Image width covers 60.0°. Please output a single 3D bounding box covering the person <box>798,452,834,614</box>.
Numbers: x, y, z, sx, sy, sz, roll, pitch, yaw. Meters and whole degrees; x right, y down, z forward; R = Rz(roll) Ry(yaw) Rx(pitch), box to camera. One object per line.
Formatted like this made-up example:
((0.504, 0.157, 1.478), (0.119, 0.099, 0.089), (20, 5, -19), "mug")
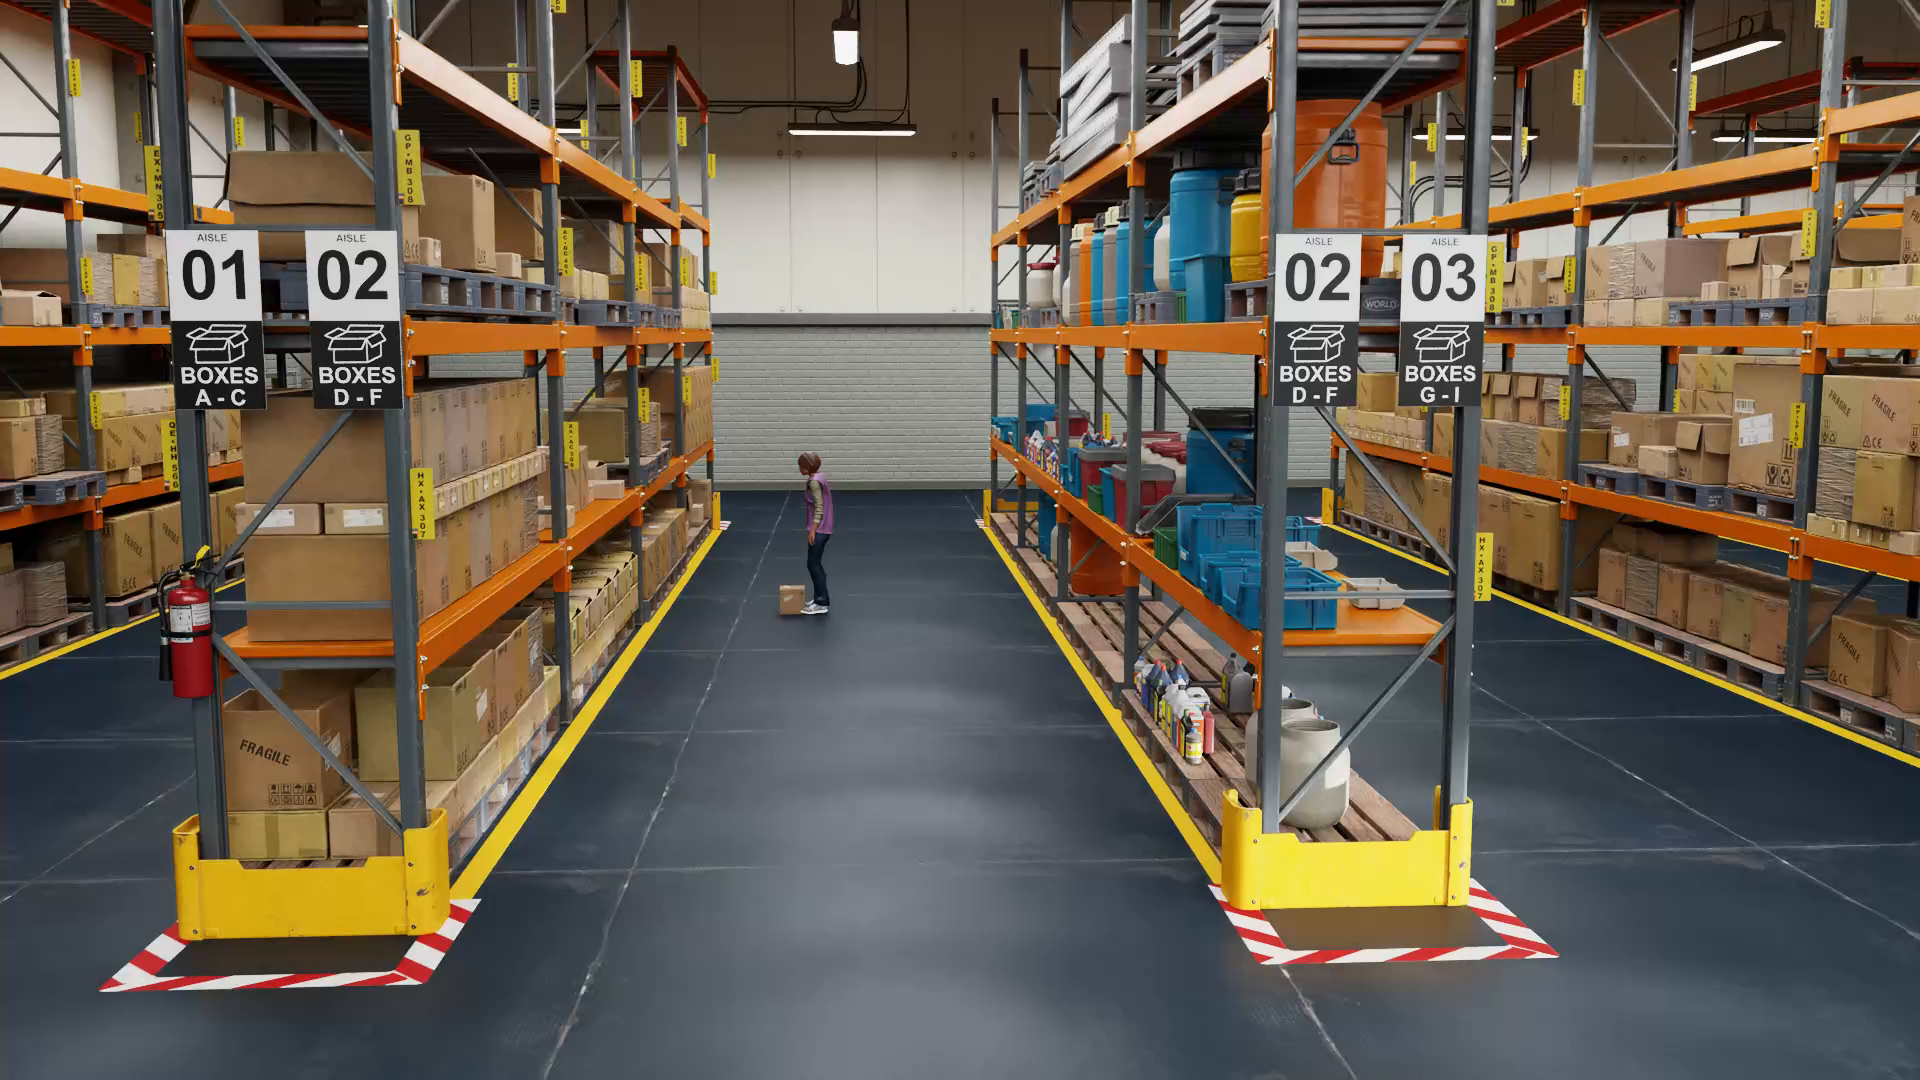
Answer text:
((-1.417, -0.076, 16.418), (0.344, 1.592, 0.460), (0, 7, -3), "person")
